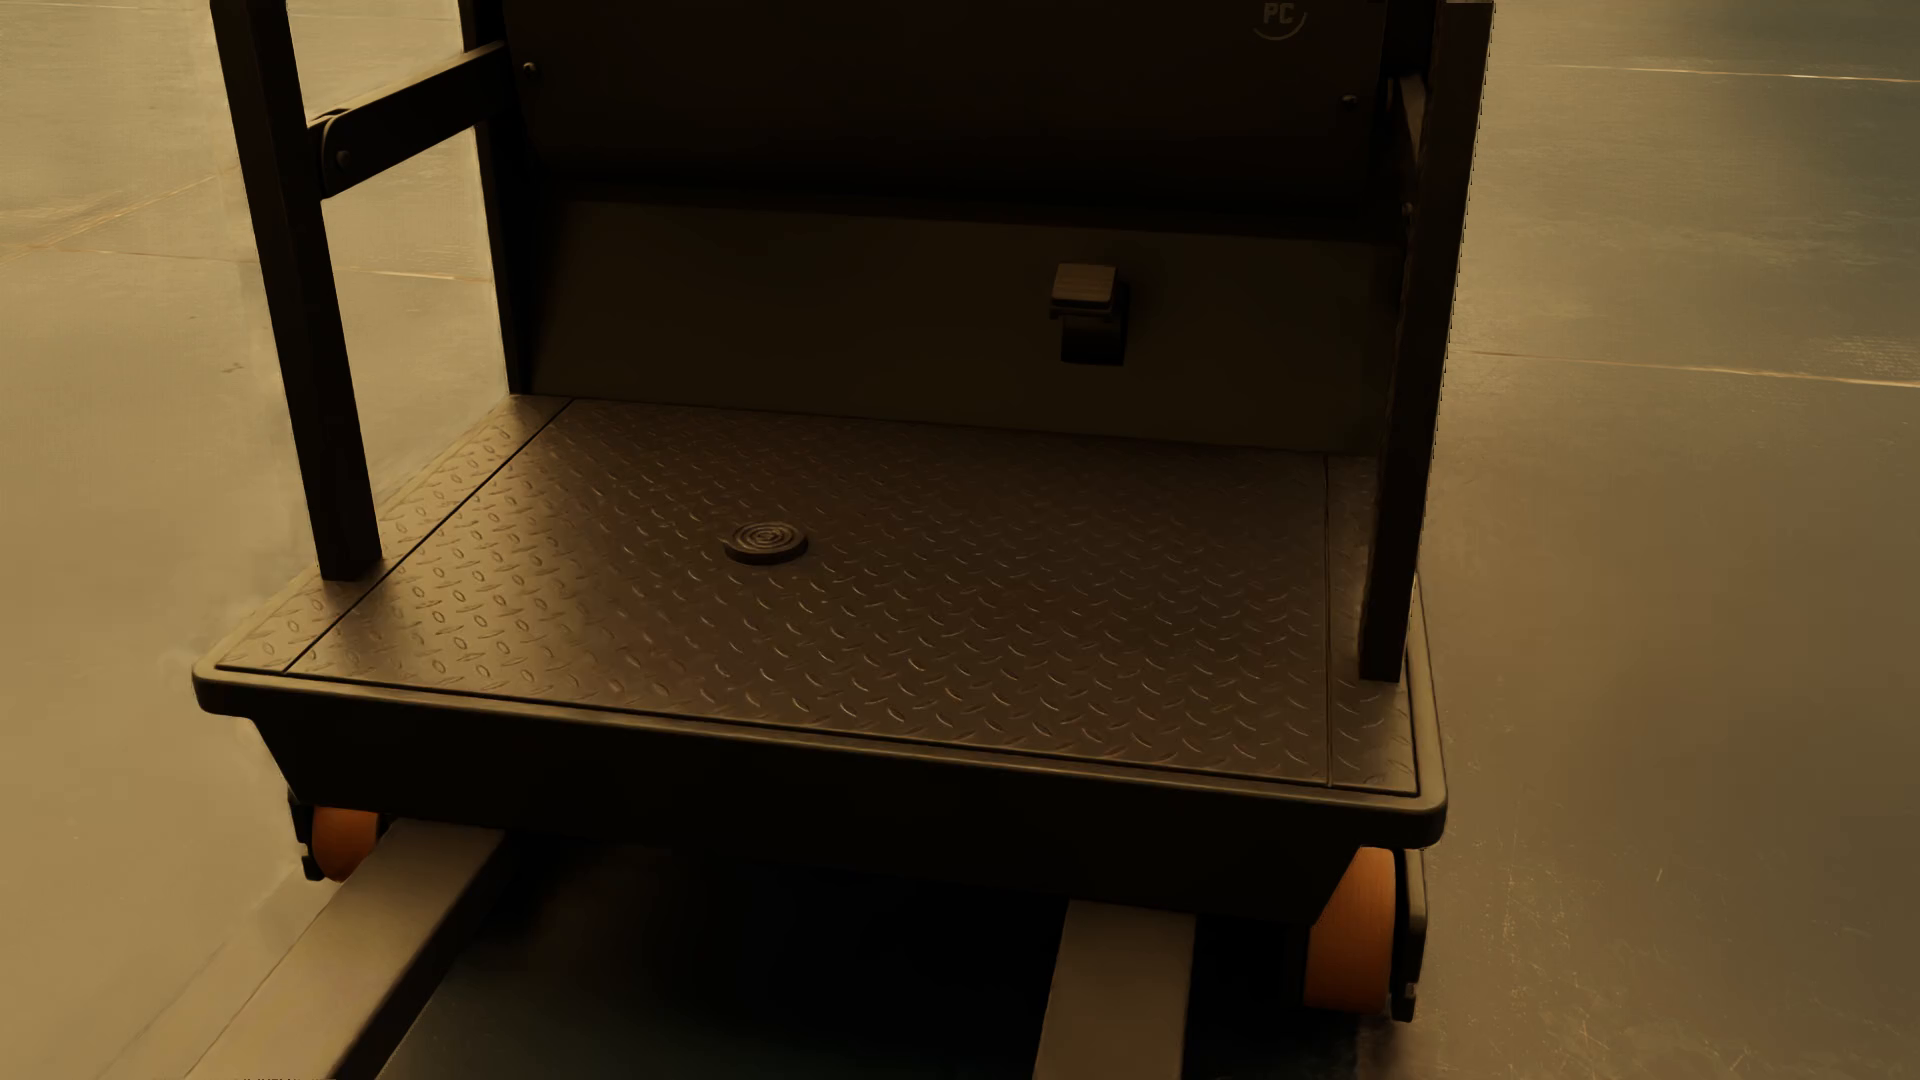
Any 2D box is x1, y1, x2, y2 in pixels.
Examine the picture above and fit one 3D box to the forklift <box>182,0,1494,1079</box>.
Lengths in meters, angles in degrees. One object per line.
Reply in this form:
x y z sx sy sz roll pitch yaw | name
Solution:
-0.066 -1.034 1.295 1.130 2.935 3.031 5 27 10 | forklift
